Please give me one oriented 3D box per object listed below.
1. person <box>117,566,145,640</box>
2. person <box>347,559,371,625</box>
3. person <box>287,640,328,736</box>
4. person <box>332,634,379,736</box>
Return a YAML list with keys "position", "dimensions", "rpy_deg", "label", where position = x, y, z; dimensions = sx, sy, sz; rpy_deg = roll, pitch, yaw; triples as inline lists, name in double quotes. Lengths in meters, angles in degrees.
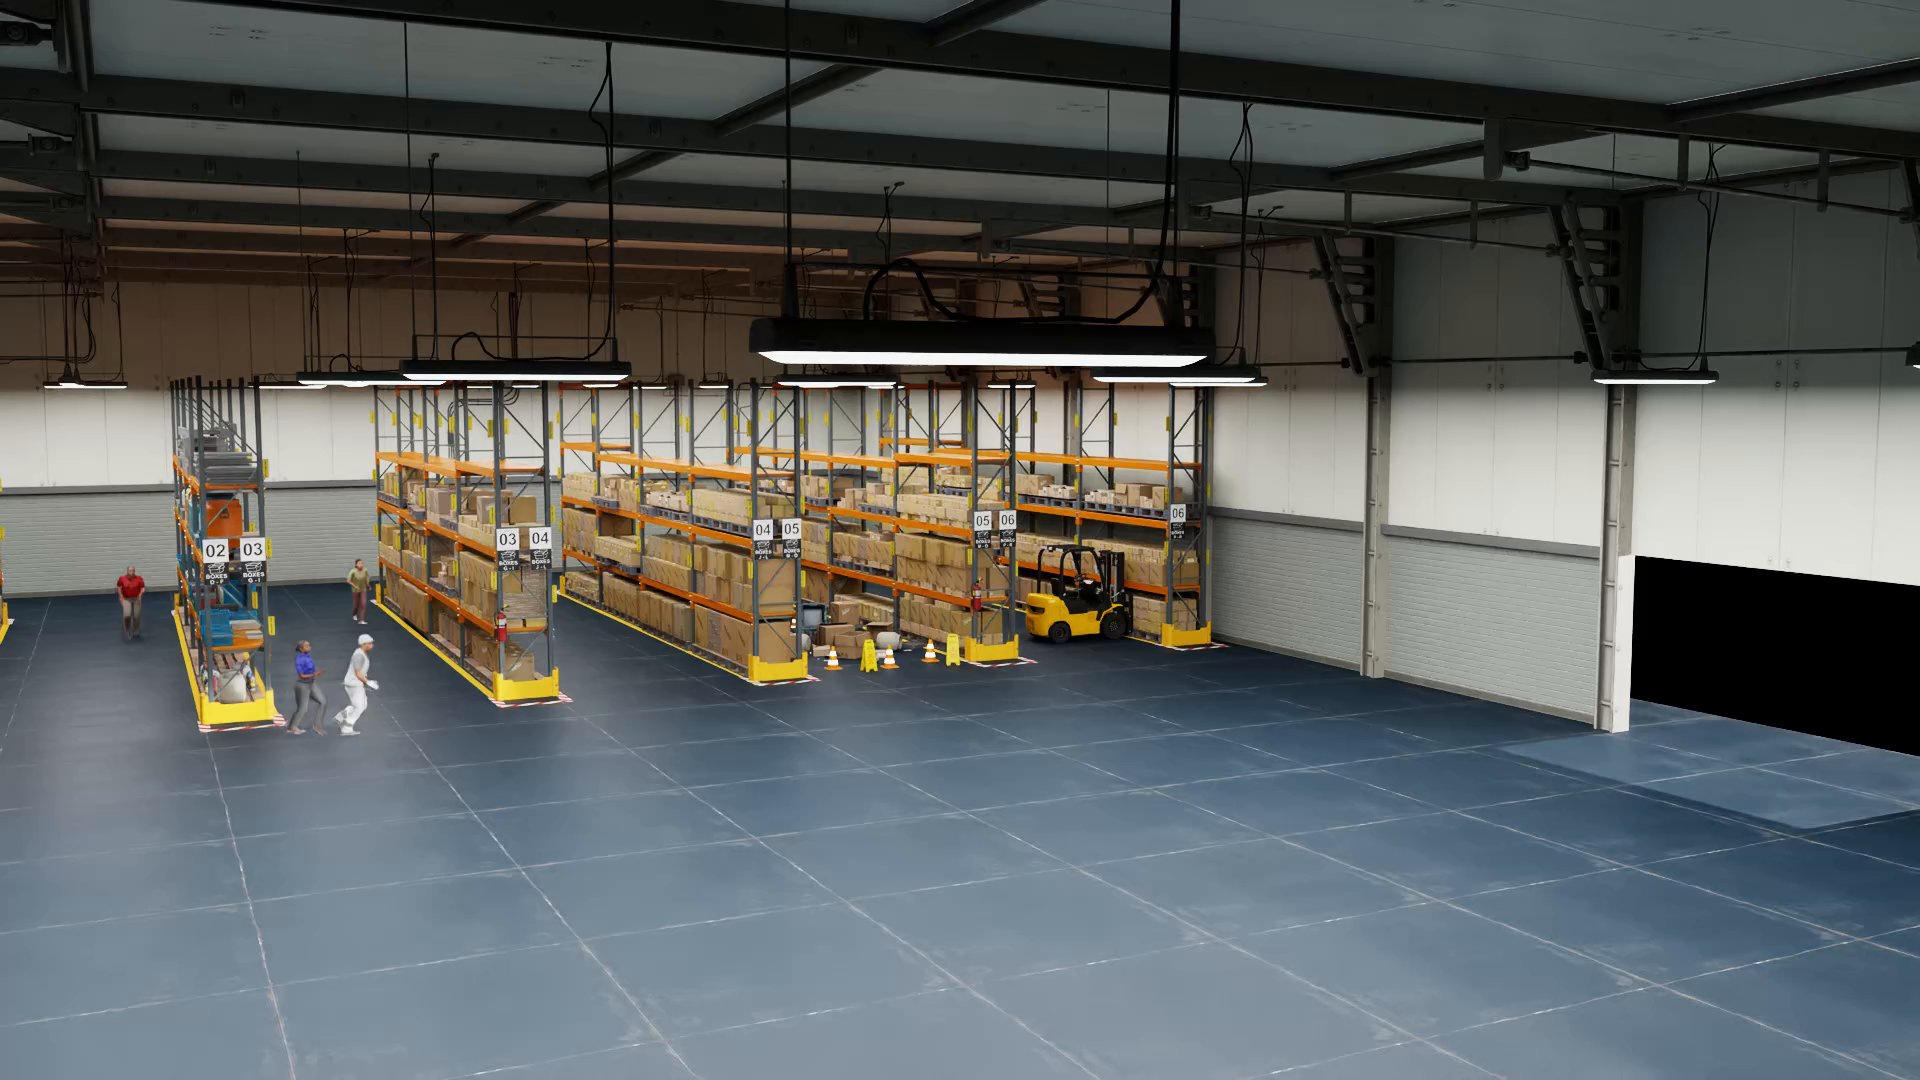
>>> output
- position: [-19.208, 1.470, 38.574]
  dimensions: [0.578, 1.778, 0.826]
  rpy_deg: [-3, 6, -32]
  label: "person"
- position: [-14.884, 1.264, 41.107]
  dimensions: [0.573, 1.625, 0.828]
  rpy_deg: [-4, 6, -34]
  label: "person"
- position: [-10.853, 2.478, 27.486]
  dimensions: [0.672, 1.693, 0.568]
  rpy_deg: [0, 5, 4]
  label: "person"
- position: [-10.070, 2.412, 27.674]
  dimensions: [0.796, 1.693, 0.667]
  rpy_deg: [-1, 5, -12]
  label: "person"
